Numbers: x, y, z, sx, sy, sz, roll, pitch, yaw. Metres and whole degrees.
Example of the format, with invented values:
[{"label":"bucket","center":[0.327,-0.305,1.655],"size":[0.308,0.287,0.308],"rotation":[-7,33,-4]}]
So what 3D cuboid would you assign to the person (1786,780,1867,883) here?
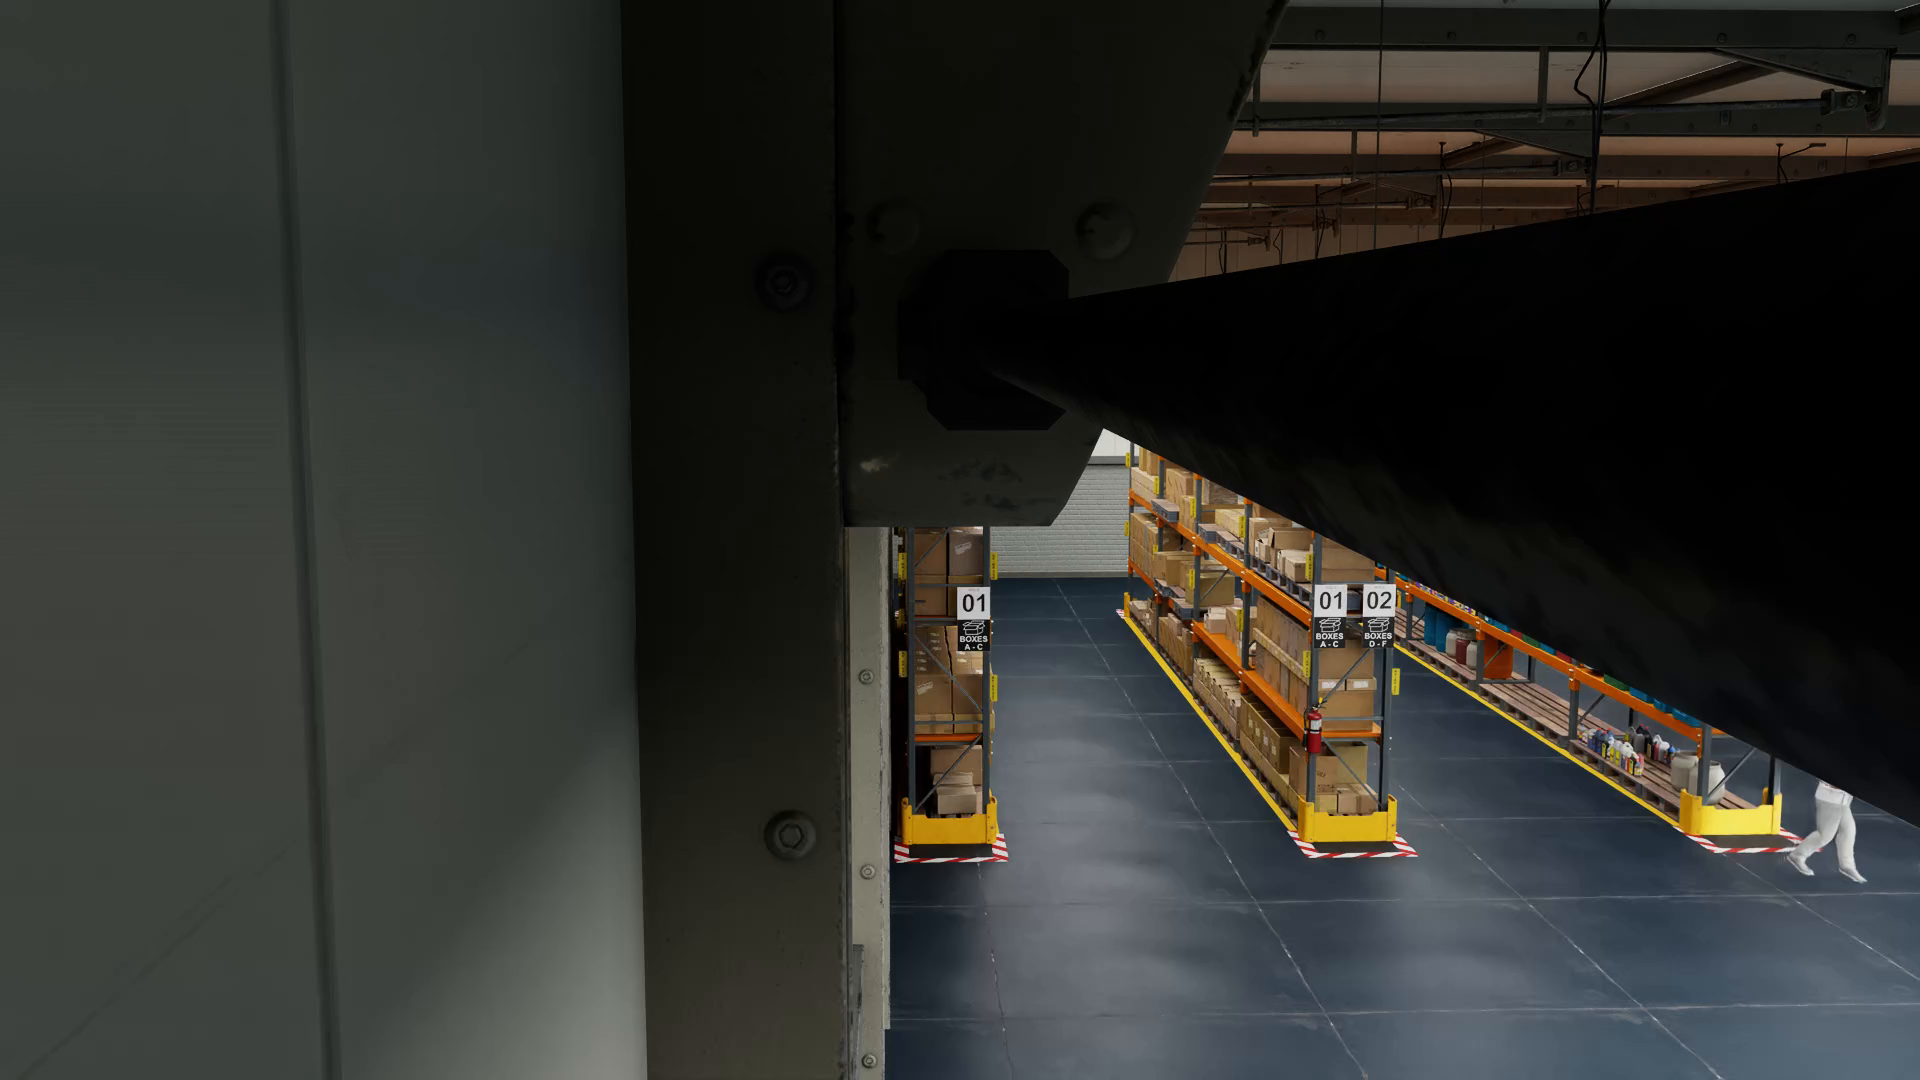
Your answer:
[{"label":"person","center":[10.001,3.021,19.091],"size":[0.835,1.838,0.684],"rotation":[5,9,32]}]
